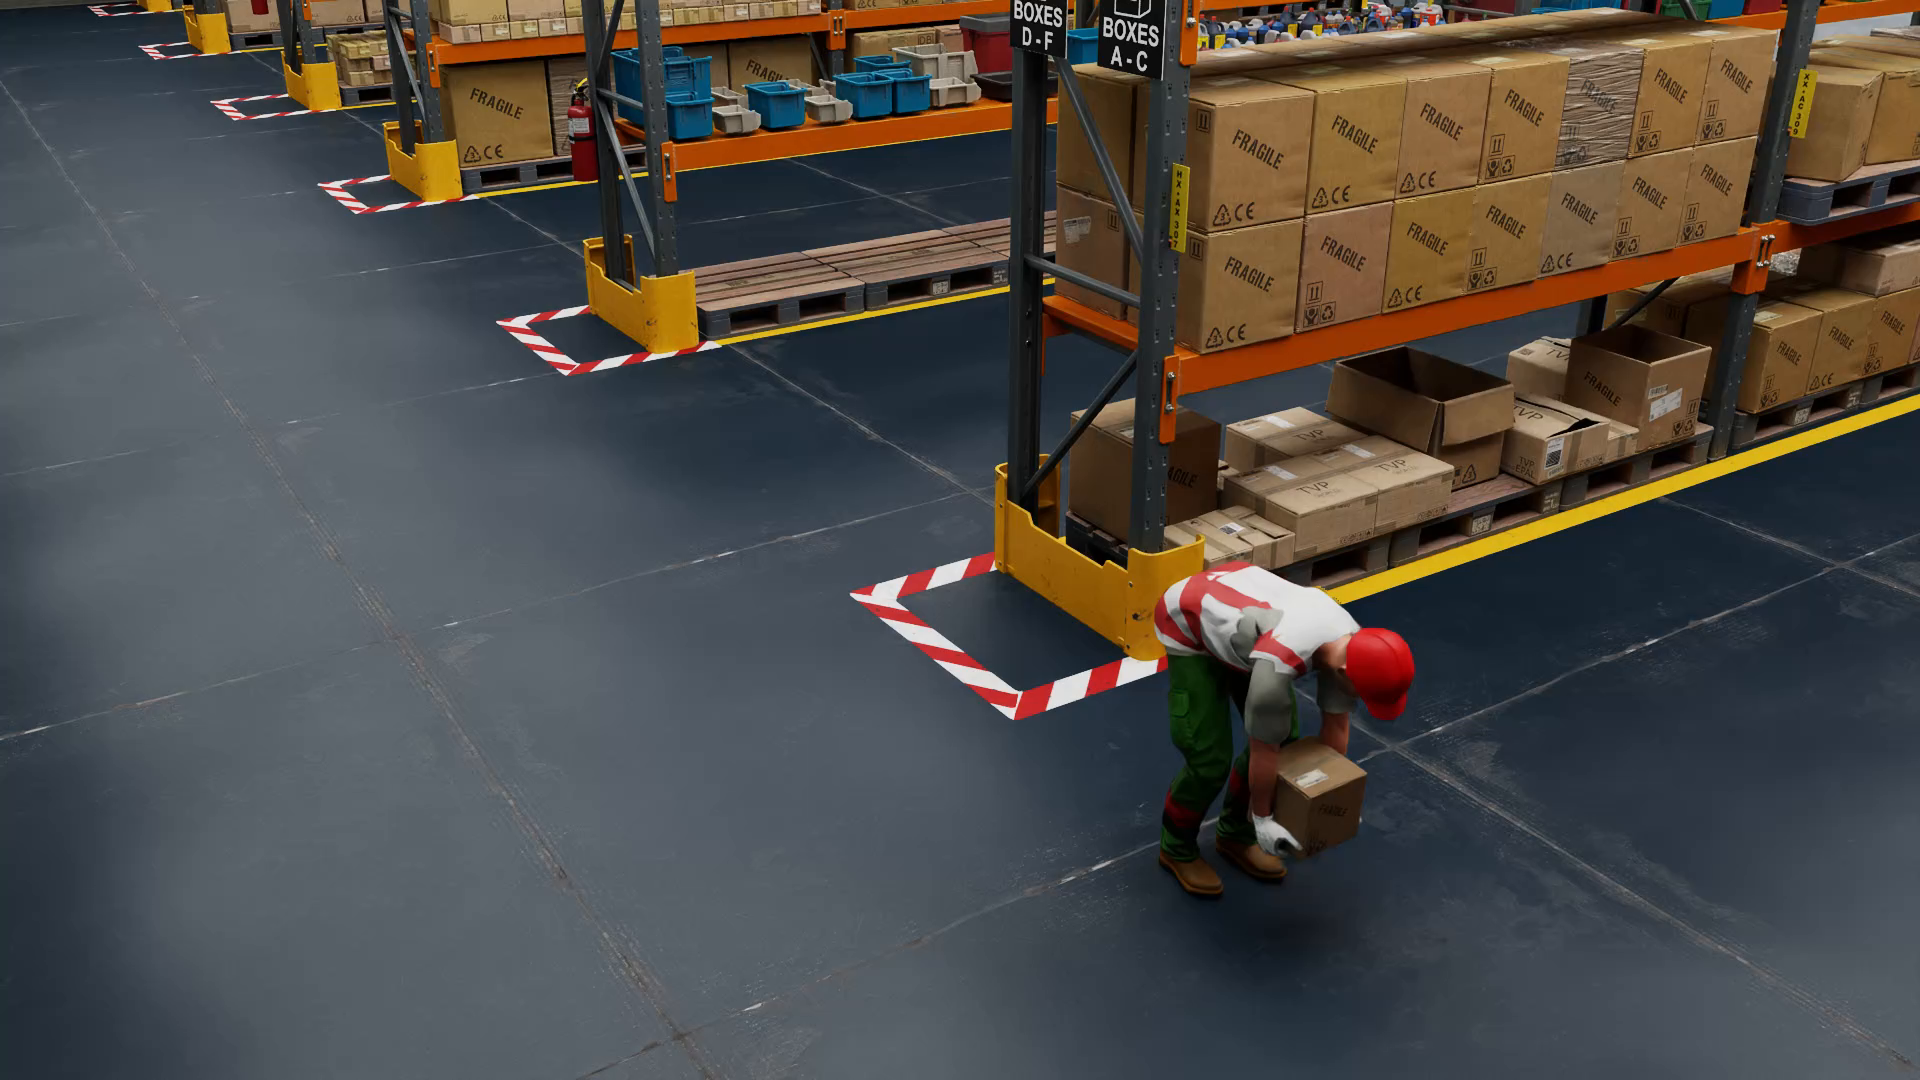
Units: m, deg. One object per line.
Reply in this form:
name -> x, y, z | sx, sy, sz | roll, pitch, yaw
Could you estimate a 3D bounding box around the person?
person -> 1.015, 0.673, 5.362 | 0.487, 1.167, 0.957 | -16, 29, -31
